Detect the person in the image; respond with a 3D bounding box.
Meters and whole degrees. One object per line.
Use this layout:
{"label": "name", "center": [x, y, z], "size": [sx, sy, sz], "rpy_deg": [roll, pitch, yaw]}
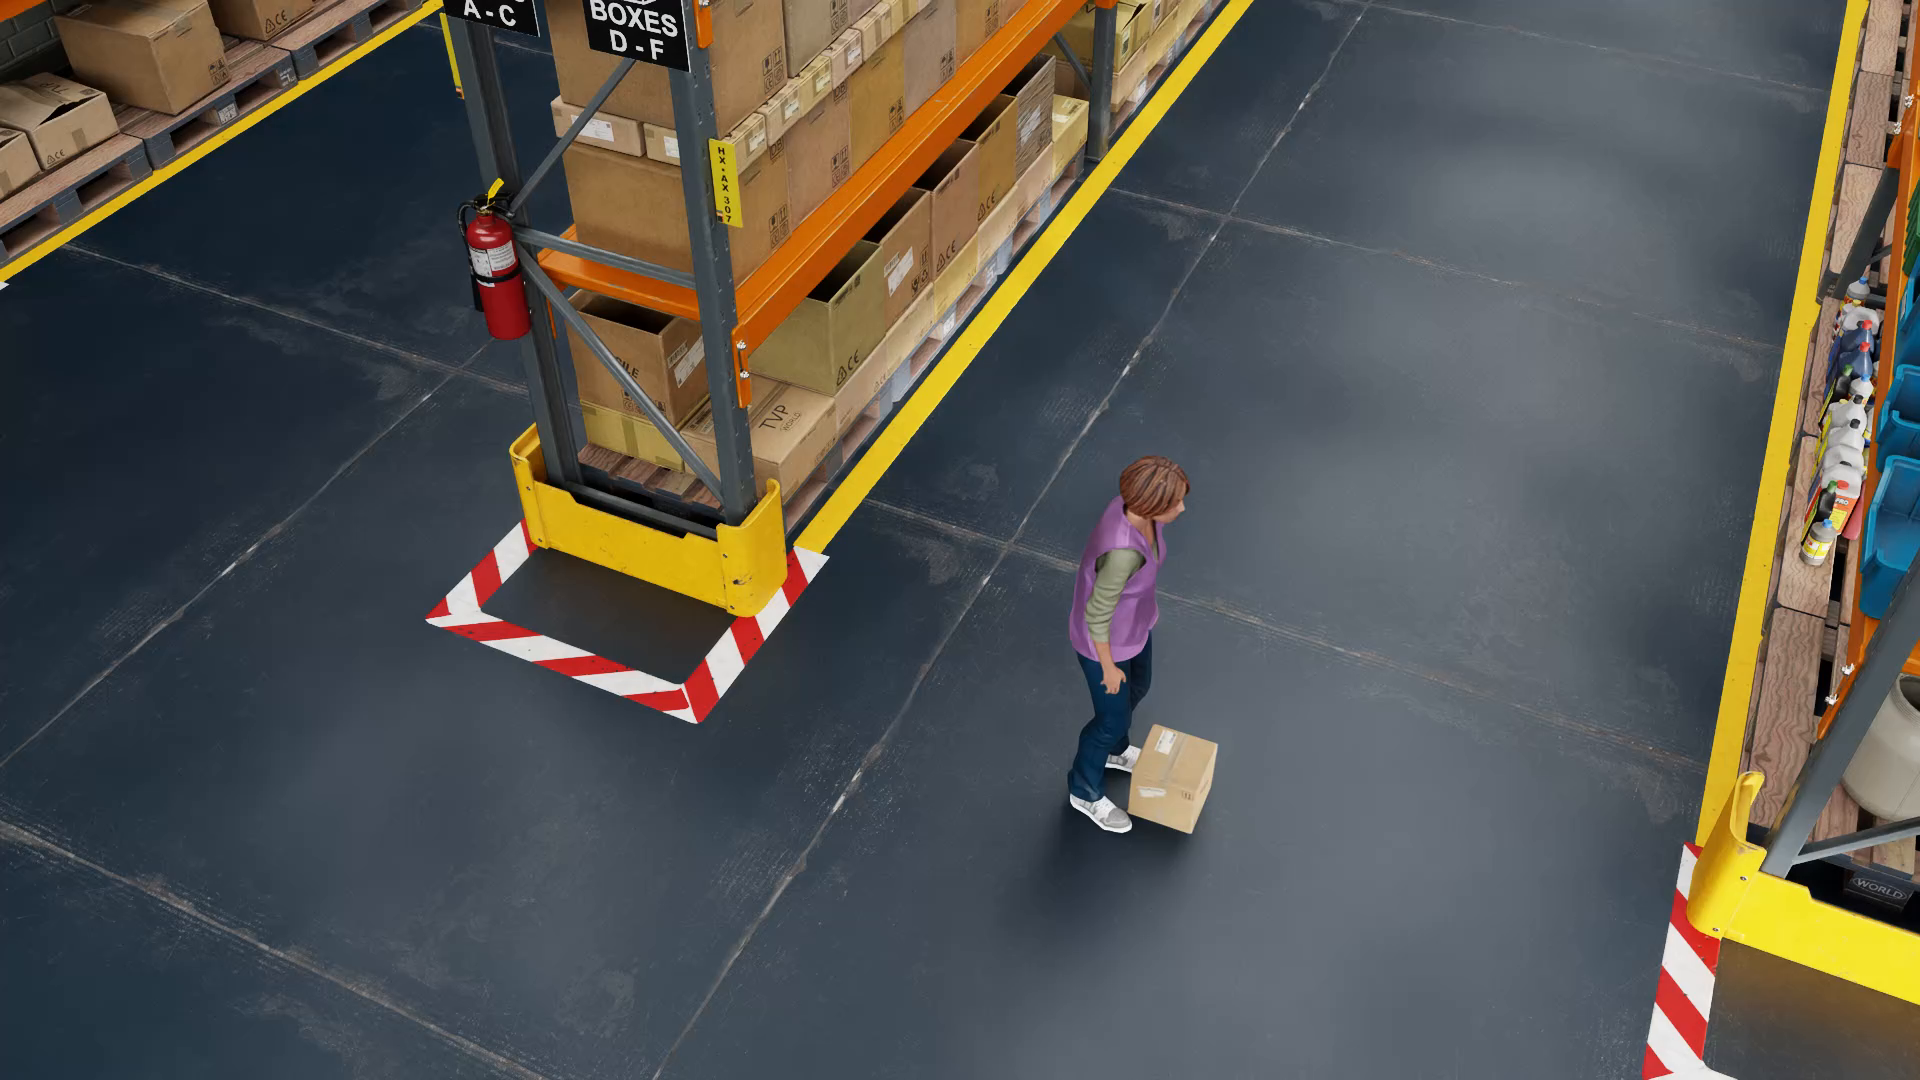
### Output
{"label": "person", "center": [0.562, 0.332, 5.809], "size": [0.347, 1.591, 0.466], "rpy_deg": [16, 45, 17]}
